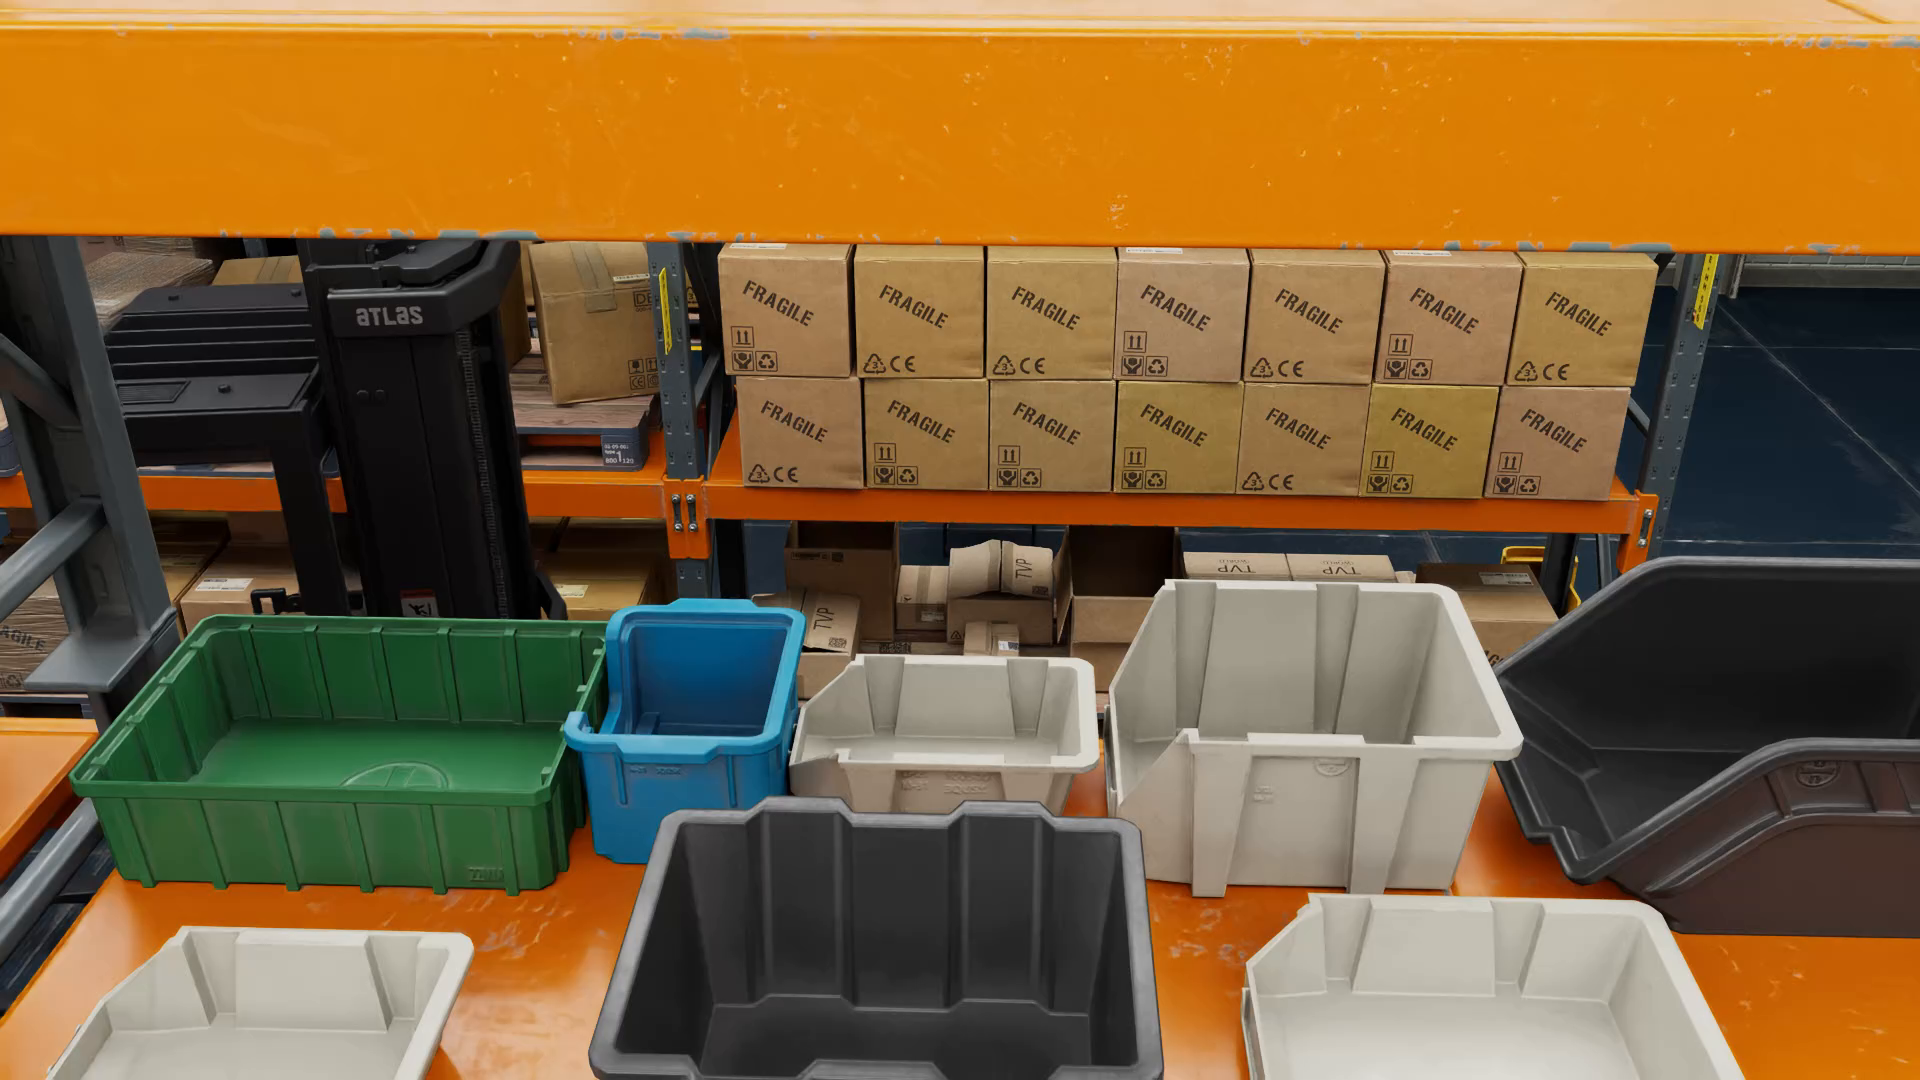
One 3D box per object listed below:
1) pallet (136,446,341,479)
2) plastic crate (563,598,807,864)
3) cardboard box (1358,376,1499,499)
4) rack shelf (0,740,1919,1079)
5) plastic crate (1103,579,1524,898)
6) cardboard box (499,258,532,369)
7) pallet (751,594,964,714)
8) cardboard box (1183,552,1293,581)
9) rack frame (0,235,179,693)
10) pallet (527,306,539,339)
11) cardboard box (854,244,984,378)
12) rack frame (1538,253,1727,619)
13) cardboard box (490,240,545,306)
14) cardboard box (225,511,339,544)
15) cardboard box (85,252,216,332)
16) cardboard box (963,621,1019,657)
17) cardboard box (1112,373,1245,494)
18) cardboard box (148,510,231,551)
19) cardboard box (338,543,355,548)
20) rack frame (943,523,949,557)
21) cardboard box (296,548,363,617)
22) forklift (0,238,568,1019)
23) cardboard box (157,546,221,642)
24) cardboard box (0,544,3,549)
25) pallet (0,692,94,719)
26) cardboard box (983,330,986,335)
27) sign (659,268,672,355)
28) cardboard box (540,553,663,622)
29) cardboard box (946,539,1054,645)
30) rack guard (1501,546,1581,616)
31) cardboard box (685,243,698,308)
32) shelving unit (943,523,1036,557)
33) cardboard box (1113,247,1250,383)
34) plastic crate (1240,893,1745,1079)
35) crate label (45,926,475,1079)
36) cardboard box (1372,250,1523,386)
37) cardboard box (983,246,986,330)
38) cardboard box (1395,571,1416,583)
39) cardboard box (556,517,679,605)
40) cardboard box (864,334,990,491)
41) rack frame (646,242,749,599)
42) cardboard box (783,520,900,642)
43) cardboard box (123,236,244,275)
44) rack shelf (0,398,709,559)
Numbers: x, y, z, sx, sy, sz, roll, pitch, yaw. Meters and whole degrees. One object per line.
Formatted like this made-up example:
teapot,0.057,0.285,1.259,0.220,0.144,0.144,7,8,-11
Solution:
pallet,-3.187,-0.592,7.369,1.213,0.211,1.003,1,28,2
plastic crate,-0.391,0.292,2.473,0.300,0.233,0.416,1,28,2
cardboard box,1.888,-0.506,6.895,0.500,0.500,0.500,1,28,2
rack shelf,0.687,0.703,2.286,4.000,0.370,1.077,1,28,2
plastic crate,0.481,0.290,2.425,0.530,0.282,0.437,1,28,2
cardboard box,-2.289,-0.965,7.312,0.500,0.500,0.700,5,28,10
pallet,-0.447,0.603,7.887,1.213,0.211,1.003,1,28,2
cardboard box,1.331,0.287,7.971,0.500,0.250,0.500,1,28,2
rack frame,-1.312,-0.973,1.478,0.127,3.000,1.000,1,28,2
pallet,-2.959,-1.724,12.277,1.213,0.211,1.003,1,28,2
cardboard box,-0.157,-0.979,6.720,0.500,0.500,0.500,0,28,0
rack frame,2.864,-0.575,7.132,0.127,3.000,1.000,1,28,2
cardboard box,-3.355,-2.170,11.989,0.750,0.750,0.750,1,28,2
cardboard box,-3.109,-0.209,7.840,0.500,0.250,0.500,0,28,1
cardboard box,-3.590,-0.875,7.142,0.500,0.500,0.700,6,29,11
cardboard box,0.143,0.534,7.595,0.250,0.166,0.380,1,28,2
cardboard box,0.886,-0.525,6.931,0.500,0.500,0.500,1,28,1
cardboard box,-3.671,0.117,8.025,0.500,0.500,0.500,0,28,0
cardboard box,-2.641,0.132,7.998,0.500,0.500,0.500,1,28,2
rack frame,-0.078,-0.929,8.761,0.015,2.100,0.400,1,28,2
cardboard box,-2.632,0.375,7.540,0.500,0.500,0.500,1,28,2
forklift,-2.188,0.306,5.544,3.031,2.935,1.130,-3,28,-5
cardboard box,-3.662,0.361,7.565,0.500,0.500,0.500,1,28,1
cardboard box,-4.686,0.344,7.597,0.500,0.500,0.500,2,28,4
pallet,-4.386,0.555,7.977,1.213,0.211,1.003,1,28,2
cardboard box,-0.110,-0.789,7.429,0.500,0.500,0.500,2,28,3
sign,-1.150,-0.893,6.495,0.005,0.325,0.100,1,28,2
cardboard box,-1.637,0.395,7.501,0.500,0.500,0.500,1,28,2
cardboard box,0.195,0.242,7.992,0.500,0.311,0.500,1,28,2
rack guard,2.788,0.528,7.719,0.348,0.500,1.175,1,28,2
cardboard box,-1.617,-2.145,11.941,0.750,0.750,0.750,1,28,2
shelving unit,0.165,-0.925,8.753,0.503,2.100,0.431,1,28,2
cardboard box,0.873,-0.962,6.688,0.500,0.500,0.500,2,28,3
plastic crate,0.612,0.617,1.962,0.530,0.136,0.437,1,28,2
crate label,-0.833,0.612,1.971,0.466,0.136,0.293,1,28,2
cardboard box,1.904,-0.947,6.660,0.500,0.500,0.500,2,28,3
cardboard box,-0.107,-1.232,7.198,0.500,0.500,0.500,0,28,1
cardboard box,2.208,0.311,8.016,0.250,0.166,0.380,1,28,2
cardboard box,-1.608,0.147,7.969,0.500,0.500,0.500,0,28,-1
cardboard box,-0.122,-0.542,6.963,0.500,0.500,0.500,1,28,3
rack frame,-1.134,-0.641,7.256,0.127,3.000,1.000,1,28,2
cardboard box,-0.554,0.146,7.971,0.500,0.500,0.500,1,28,2
cardboard box,-5.681,-2.103,12.214,0.500,0.500,0.700,1,28,3
rack shelf,-3.132,-0.356,7.487,4.000,0.370,1.077,1,28,2
